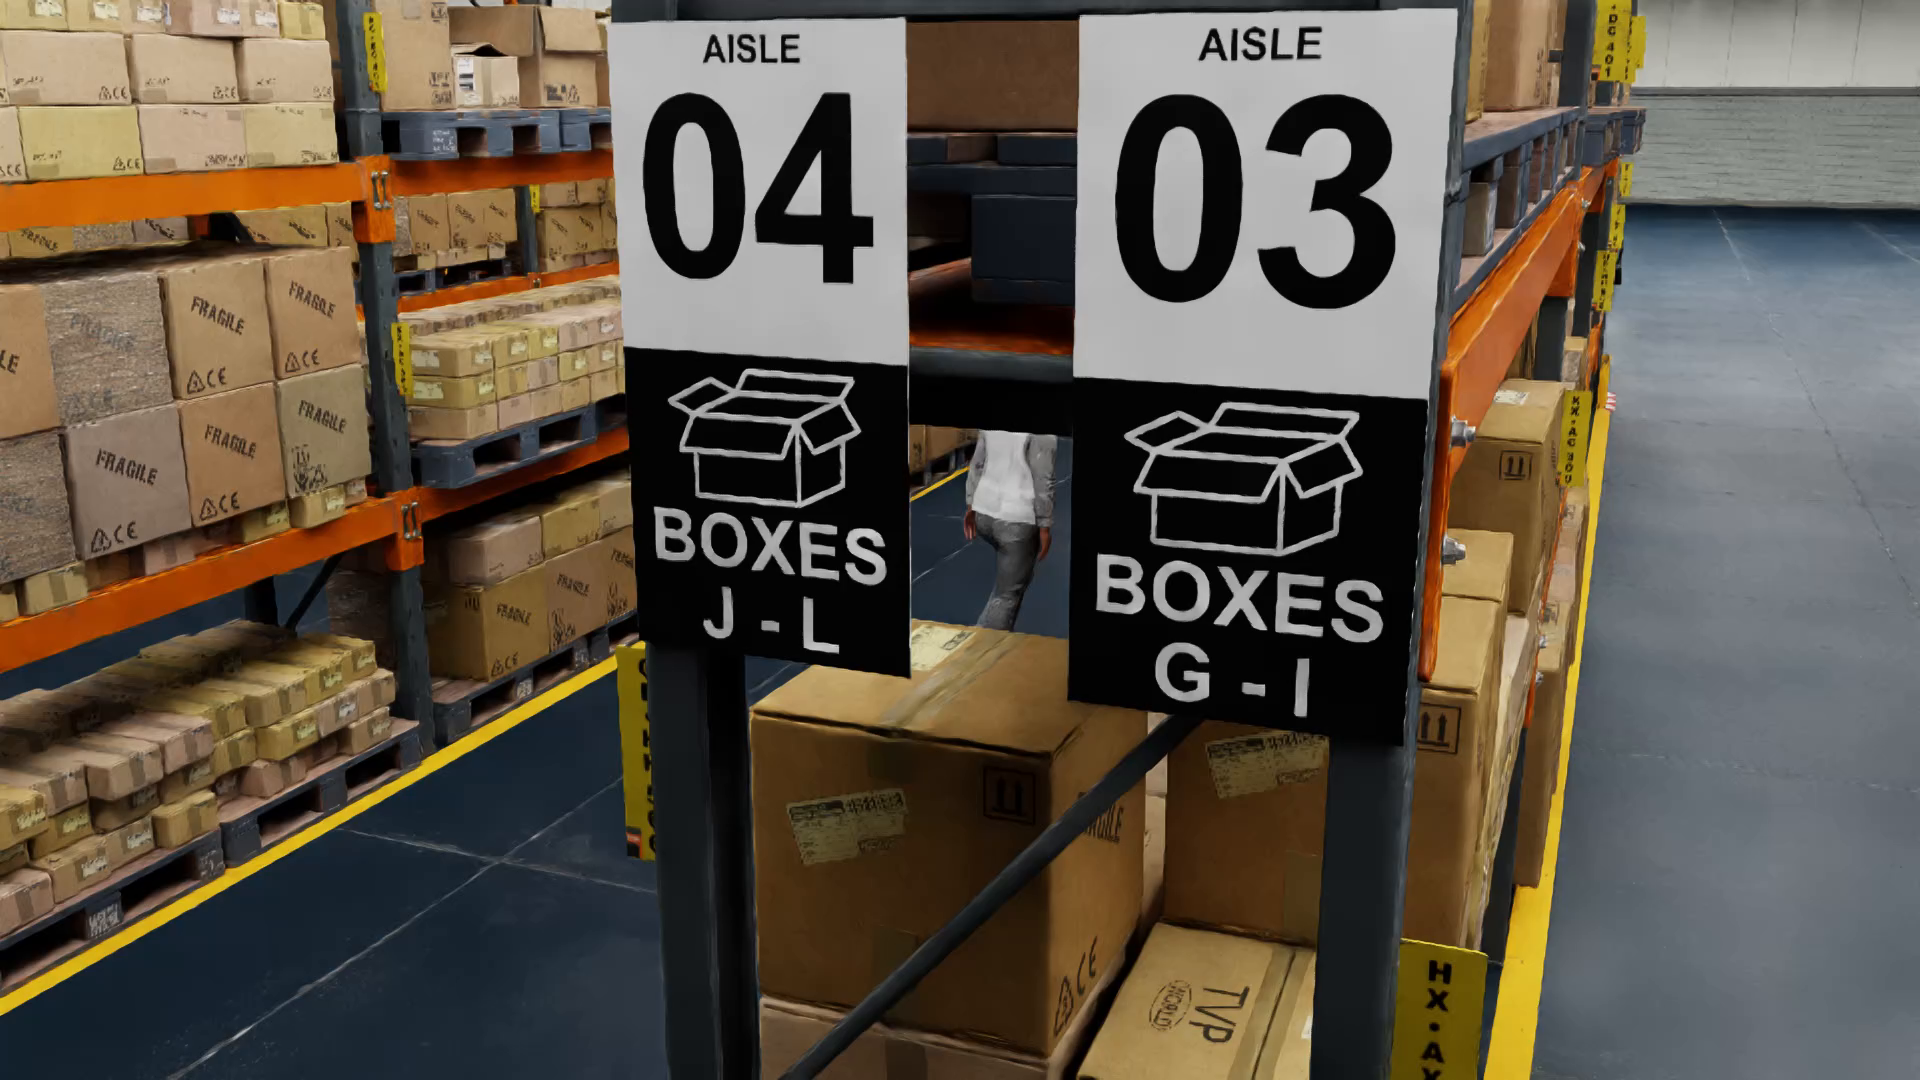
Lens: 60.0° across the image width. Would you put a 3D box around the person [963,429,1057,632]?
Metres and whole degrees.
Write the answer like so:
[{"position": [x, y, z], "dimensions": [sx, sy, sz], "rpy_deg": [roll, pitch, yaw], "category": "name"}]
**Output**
[{"position": [0.287, -0.117, 8.836], "dimensions": [0.508, 1.762, 0.566], "rpy_deg": [-11, 19, -34], "category": "person"}]
